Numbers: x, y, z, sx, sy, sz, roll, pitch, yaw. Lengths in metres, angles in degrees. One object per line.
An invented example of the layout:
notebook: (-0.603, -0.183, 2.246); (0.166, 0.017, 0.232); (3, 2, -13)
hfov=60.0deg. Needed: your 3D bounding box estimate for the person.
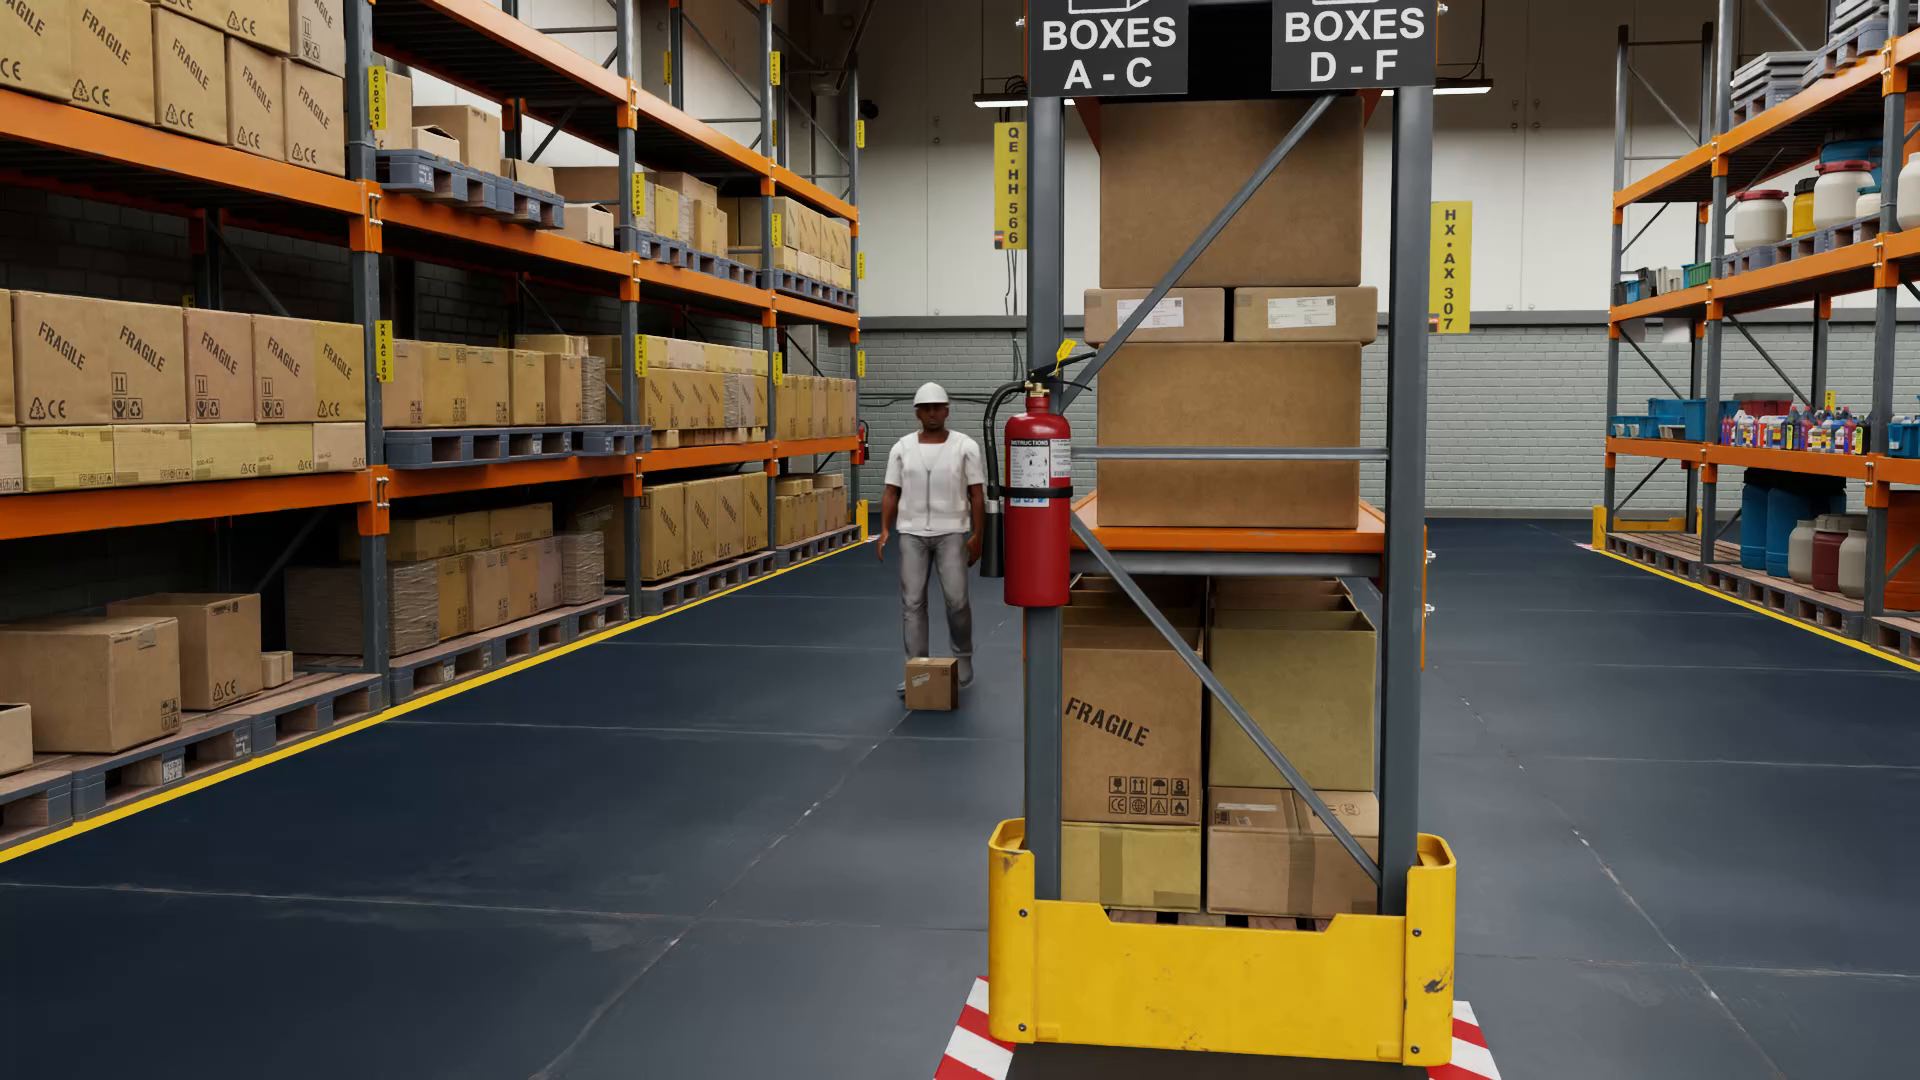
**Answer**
person: (-0.169, -0.018, 9.503); (0.595, 1.763, 0.604); (1, 5, 10)
